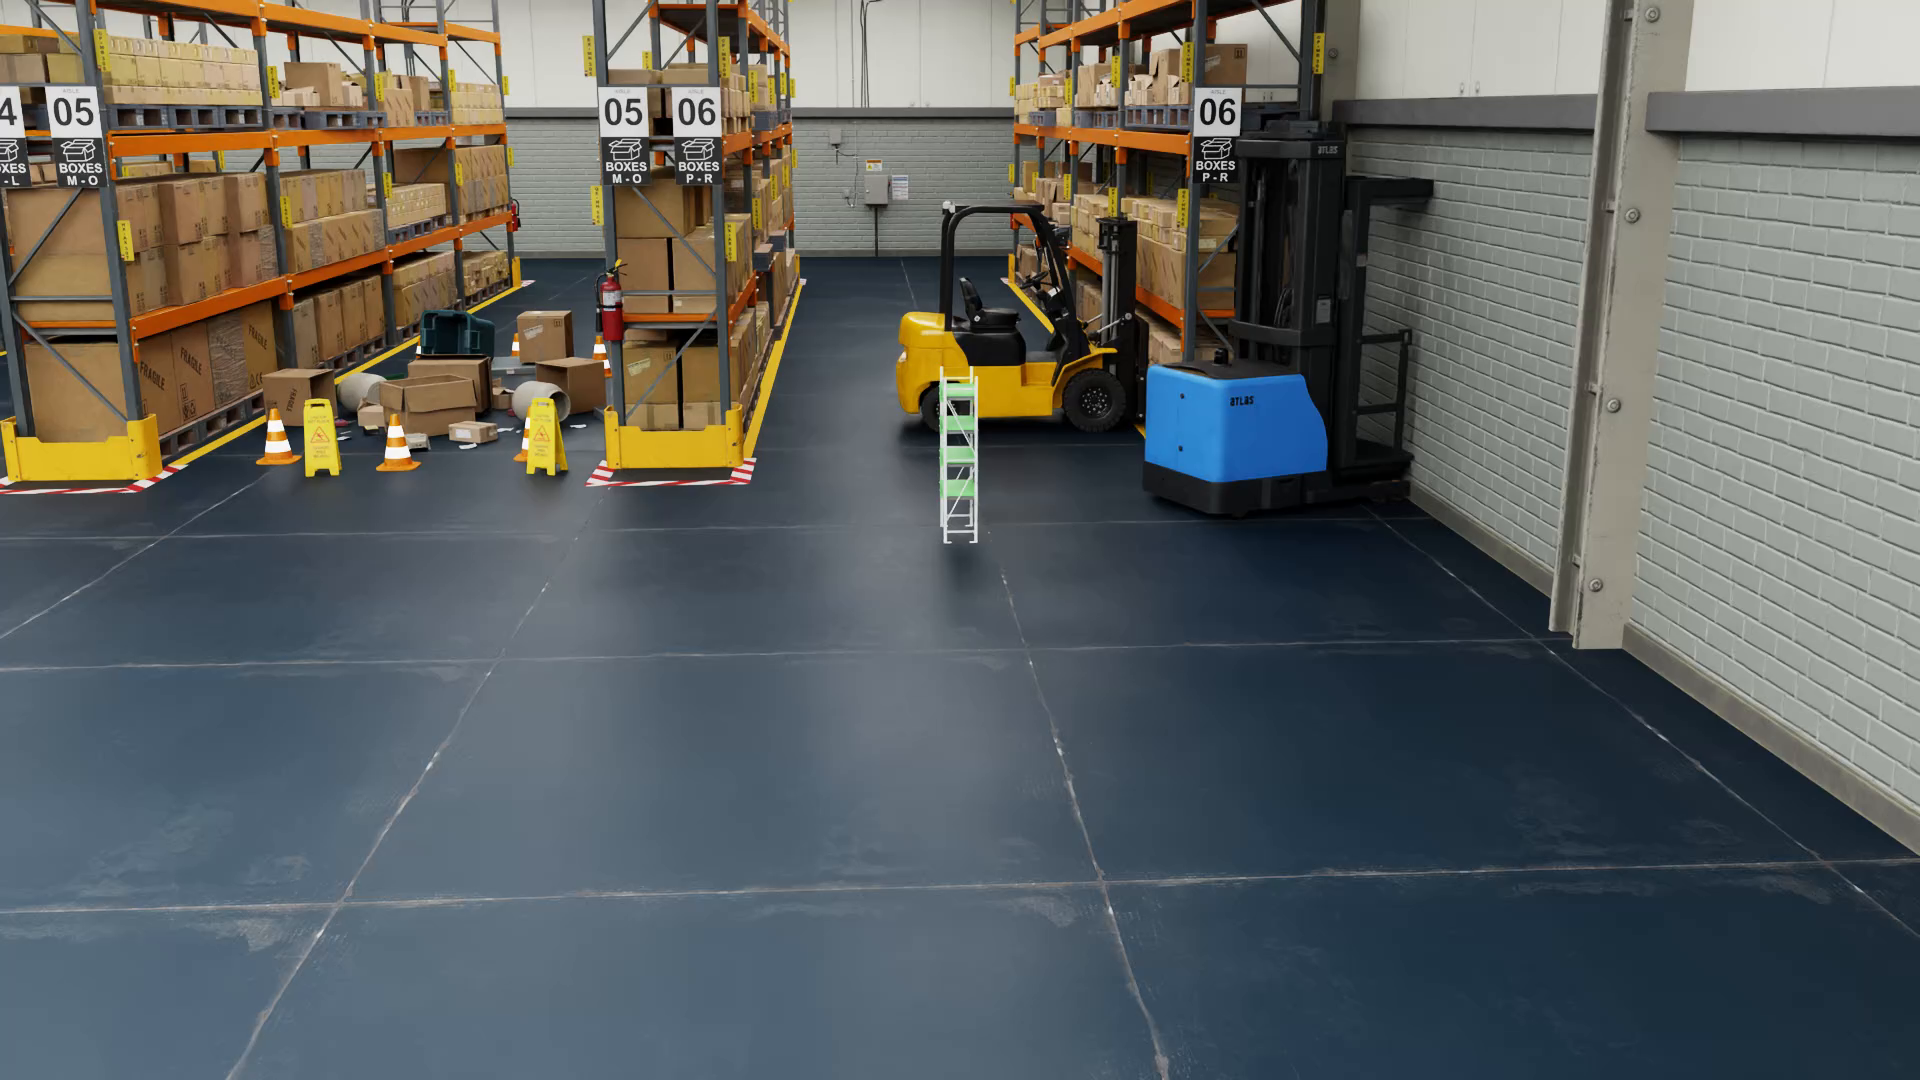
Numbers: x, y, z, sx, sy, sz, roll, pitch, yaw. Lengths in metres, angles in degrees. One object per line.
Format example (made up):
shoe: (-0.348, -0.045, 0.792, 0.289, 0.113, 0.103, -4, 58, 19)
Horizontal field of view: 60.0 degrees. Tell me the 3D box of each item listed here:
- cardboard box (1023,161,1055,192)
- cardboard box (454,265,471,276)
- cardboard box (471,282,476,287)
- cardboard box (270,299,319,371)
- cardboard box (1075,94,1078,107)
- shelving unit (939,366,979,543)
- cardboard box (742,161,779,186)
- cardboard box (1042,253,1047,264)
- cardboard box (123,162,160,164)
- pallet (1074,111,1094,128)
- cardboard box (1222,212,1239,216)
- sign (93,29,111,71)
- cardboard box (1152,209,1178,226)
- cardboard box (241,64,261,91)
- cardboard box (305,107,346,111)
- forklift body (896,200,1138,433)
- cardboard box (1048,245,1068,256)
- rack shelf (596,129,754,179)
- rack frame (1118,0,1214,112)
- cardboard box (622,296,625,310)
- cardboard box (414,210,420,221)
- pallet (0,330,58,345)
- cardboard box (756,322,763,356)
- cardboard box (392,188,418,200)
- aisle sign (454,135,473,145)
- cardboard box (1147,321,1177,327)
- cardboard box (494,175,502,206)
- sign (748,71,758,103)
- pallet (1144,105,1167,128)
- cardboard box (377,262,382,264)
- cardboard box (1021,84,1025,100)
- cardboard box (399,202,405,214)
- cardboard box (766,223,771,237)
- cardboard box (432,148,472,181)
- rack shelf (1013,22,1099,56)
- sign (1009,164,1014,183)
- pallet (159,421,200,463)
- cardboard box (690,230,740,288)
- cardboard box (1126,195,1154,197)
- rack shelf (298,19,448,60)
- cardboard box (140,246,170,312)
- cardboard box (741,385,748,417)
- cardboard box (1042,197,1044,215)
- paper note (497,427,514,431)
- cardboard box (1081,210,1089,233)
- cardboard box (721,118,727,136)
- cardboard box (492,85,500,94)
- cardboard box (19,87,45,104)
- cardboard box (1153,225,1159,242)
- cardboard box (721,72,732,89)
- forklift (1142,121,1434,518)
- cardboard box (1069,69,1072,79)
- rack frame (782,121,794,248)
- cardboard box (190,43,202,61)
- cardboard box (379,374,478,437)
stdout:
cardboard box: (1.323, -6.104, 27.931, 0.500, 0.500, 0.500, -1, 14, -2)
cardboard box: (-7.942, -4.255, 26.229, 0.380, 0.149, 0.250, 0, 14, -1)
cardboard box: (-7.955, -4.031, 26.554, 0.380, 0.149, 0.250, -1, 14, -4)
cardboard box: (-7.802, -2.263, 18.475, 1.050, 0.750, 0.750, -1, 14, -4)
cardboard box: (1.685, -5.670, 21.450, 0.380, 0.166, 0.250, -1, 14, -4)
shelving unit: (-0.010, -0.622, 12.037, 0.258, 1.200, 0.503, -1, 14, -3)
cardboard box: (-2.906, -5.258, 24.235, 0.500, 0.500, 0.500, 0, 14, -2)
cardboard box: (1.475, -4.379, 25.897, 0.380, 0.149, 0.250, 0, 14, -1)
cardboard box: (-13.545, -5.987, 27.476, 0.500, 0.500, 0.500, -1, 14, -5)
pallet: (2.098, -5.364, 21.214, 1.213, 0.211, 1.003, 0, 14, -1)
cardboard box: (2.641, -2.967, 15.438, 0.380, 0.149, 0.250, -1, 14, -3)
sign: (-6.872, -3.923, 13.321, 0.100, 0.325, 0.005, -1, 14, -3)
cardboard box: (2.050, -3.089, 15.913, 0.380, 0.149, 0.250, -1, 14, -2)
cardboard box: (-7.387, -4.654, 16.735, 0.500, 0.250, 0.500, -1, 14, -4)
cardboard box: (-8.211, -5.630, 21.669, 0.500, 0.500, 0.500, -1, 14, -3)
forklift body: (0.524, -2.213, 16.311, 2.313, 2.155, 1.214, -1, 14, -3)
cardboard box: (1.539, -4.459, 25.611, 0.380, 0.149, 0.250, -2, 15, -6)
rack shelf: (-2.616, -3.705, 15.830, 1.077, 0.370, 4.000, -1, 14, -3)
rack frame: (2.214, -6.081, 17.601, 1.000, 3.000, 0.127, -1, 14, -3)
cardboard box: (-2.855, -2.132, 14.799, 0.380, 0.149, 0.250, -1, 14, -4)
cardboard box: (-7.847, -4.582, 23.475, 0.380, 0.149, 0.250, -1, 14, -5)
pallet: (-12.852, -2.786, 22.433, 1.003, 0.211, 1.213, -1, 14, -3)
cardboard box: (-2.823, -2.338, 19.524, 0.950, 0.372, 0.625, 0, 14, 0)
cardboard box: (-7.852, -4.868, 23.393, 0.380, 0.149, 0.250, -1, 14, -4)
aisle sign: (-8.721, -7.253, 28.980, 0.394, 0.787, 0.004, -1, 14, -3)
cardboard box: (2.020, -2.025, 16.545, 0.500, 0.250, 0.500, -1, 14, -5)
cardboard box: (-8.106, -5.937, 28.285, 0.500, 0.500, 0.500, -1, 14, -4)
sign: (-2.199, -4.811, 17.649, 0.100, 0.325, 0.005, -1, 14, -3)
pallet: (2.365, -4.071, 15.986, 1.003, 0.211, 1.213, -1, 14, -3)
cardboard box: (-8.284, -3.765, 23.309, 0.500, 0.250, 0.500, -1, 14, -2)
cardboard box: (1.305, -7.560, 28.072, 0.500, 0.250, 0.500, -1, 14, -4)
cardboard box: (-7.806, -4.537, 22.703, 0.380, 0.149, 0.250, -1, 14, -3)
cardboard box: (-2.545, -3.838, 20.585, 0.380, 0.149, 0.250, -1, 14, -2)
cardboard box: (-8.002, -5.907, 26.162, 0.500, 0.500, 0.500, -1, 14, -5)
rack shelf: (1.595, -8.218, 27.357, 1.077, 0.370, 4.000, -1, 14, -3)
sign: (0.929, -6.571, 29.807, 0.100, 0.325, 0.005, -1, 14, -3)
pallet: (-7.554, -0.849, 14.901, 1.003, 0.211, 1.213, -1, 14, -3)
cardboard box: (-2.280, -2.546, 15.106, 0.500, 0.500, 0.500, 0, 14, -2)
cardboard box: (2.316, -4.392, 21.573, 0.380, 0.149, 0.250, -1, 14, -2)
rack shelf: (-8.046, -6.852, 22.844, 1.077, 0.370, 4.000, -1, 14, -3)
cardboard box: (-7.550, -2.302, 14.653, 0.875, 0.550, 0.550, -1, 14, -3)
cardboard box: (-2.290, -1.307, 15.761, 0.500, 0.250, 0.500, 0, 14, -1)
cardboard box: (1.422, -4.952, 24.680, 0.396, 0.266, 0.258, 0, 14, -1)
paper note: (-4.440, -1.078, 16.176, 0.148, 0.019, 0.142, 4, 15, 16)
cardboard box: (1.794, -3.971, 20.737, 0.500, 0.250, 0.500, -1, 14, -5)
cardboard box: (-2.188, -3.522, 14.178, 0.380, 0.149, 0.250, -1, 14, -3)
cardboard box: (-8.104, -7.718, 28.481, 0.380, 0.149, 0.250, -1, 14, -4)
cardboard box: (-7.785, -3.662, 13.680, 0.380, 0.149, 0.250, -1, 14, -4)
cardboard box: (2.057, -2.944, 15.945, 0.380, 0.149, 0.250, -1, 14, -3)
cardboard box: (-2.237, -4.101, 14.830, 0.380, 0.149, 0.250, -1, 14, -4)
forklift: (3.008, -1.822, 13.224, 3.031, 2.935, 1.130, -7, 16, -26)
cardboard box: (1.855, -6.952, 25.040, 0.396, 0.266, 0.258, -1, 14, -3)
rack frame: (-3.483, -6.082, 29.646, 1.000, 3.000, 0.127, -1, 14, -3)
cardboard box: (-7.239, -4.502, 15.343, 0.380, 0.149, 0.250, -1, 14, -3)
cardboard box: (-5.128, -1.292, 16.037, 0.797, 0.503, 0.637, -13, 20, -42)
